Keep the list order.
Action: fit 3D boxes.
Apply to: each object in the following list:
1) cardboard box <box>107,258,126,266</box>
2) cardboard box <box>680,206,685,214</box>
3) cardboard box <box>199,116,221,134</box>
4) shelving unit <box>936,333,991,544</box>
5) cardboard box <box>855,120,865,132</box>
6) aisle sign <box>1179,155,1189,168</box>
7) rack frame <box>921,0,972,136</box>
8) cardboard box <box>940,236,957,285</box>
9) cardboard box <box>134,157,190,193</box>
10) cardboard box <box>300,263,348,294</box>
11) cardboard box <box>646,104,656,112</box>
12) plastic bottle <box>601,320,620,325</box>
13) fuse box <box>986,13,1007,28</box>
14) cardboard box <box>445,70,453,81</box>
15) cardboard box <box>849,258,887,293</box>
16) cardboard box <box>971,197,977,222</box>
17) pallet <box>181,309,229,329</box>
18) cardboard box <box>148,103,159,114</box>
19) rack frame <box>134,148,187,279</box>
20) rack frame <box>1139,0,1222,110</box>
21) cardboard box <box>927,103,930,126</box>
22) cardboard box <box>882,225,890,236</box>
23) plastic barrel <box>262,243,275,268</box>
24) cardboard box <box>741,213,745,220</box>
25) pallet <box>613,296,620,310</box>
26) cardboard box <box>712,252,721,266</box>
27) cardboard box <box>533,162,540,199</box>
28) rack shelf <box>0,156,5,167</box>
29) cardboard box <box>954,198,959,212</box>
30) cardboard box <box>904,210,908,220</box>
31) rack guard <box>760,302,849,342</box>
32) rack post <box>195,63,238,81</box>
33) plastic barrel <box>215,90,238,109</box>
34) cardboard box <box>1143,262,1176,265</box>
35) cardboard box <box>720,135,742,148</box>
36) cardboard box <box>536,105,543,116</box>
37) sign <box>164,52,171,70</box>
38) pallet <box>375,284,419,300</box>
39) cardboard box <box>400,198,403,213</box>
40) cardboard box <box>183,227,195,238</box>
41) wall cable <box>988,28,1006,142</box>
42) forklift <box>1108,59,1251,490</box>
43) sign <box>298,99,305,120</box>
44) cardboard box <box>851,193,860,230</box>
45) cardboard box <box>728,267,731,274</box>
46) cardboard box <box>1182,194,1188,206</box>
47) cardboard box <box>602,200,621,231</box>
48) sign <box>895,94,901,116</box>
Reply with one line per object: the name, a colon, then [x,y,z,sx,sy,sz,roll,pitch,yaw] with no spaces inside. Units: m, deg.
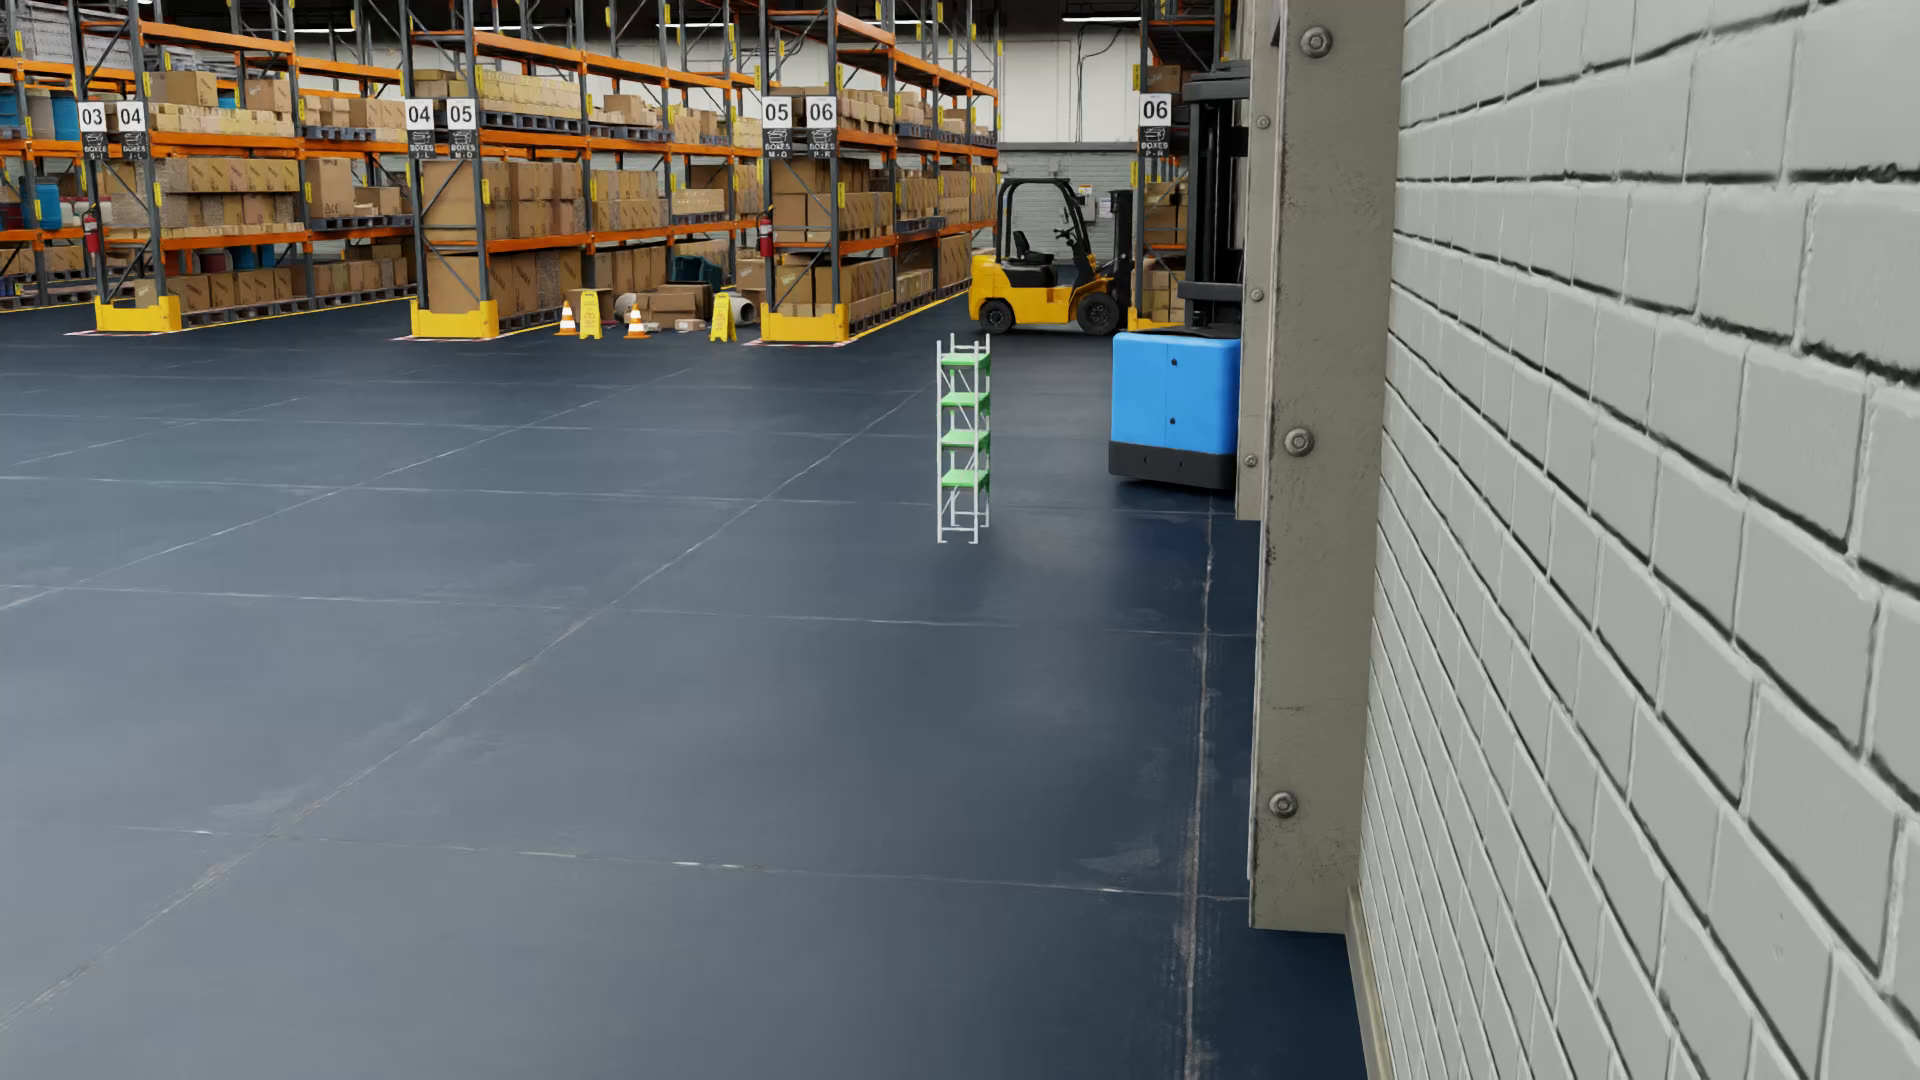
cardboard box: [-19.450,-6.406,38.281,0.380,0.166,0.250,2,12,9]
cardboard box: [-5.442,-6.261,31.523,0.380,0.149,0.250,3,12,11]
cardboard box: [-11.426,-6.191,24.839,0.500,0.250,0.500,2,12,8]
shelving unit: [0.025,-0.621,10.027,0.258,1.200,0.503,2,12,9]
cardboard box: [-1.550,-5.846,23.476,0.380,0.149,0.250,2,12,9]
aisle sign: [4.969,-8.640,36.794,0.394,0.787,0.004,2,12,9]
rack frame: [-0.271,-9.606,33.204,1.000,3.000,0.127,2,12,9]
cardboard box: [-0.557,-5.333,31.668,0.875,0.875,0.875,2,12,9]
cardboard box: [-11.555,-5.285,24.078,0.500,0.500,0.500,2,12,9]
cardboard box: [-11.086,-4.548,28.864,0.700,0.500,0.500,2,12,8]
cardboard box: [-5.923,-8.069,31.140,0.396,0.266,0.258,2,12,9]
plastic bottle: [-5.279,-3.289,25.112,0.283,0.061,0.133,-2,12,-11]
fuse box: [0.934,-13.179,42.193,0.513,0.334,0.176,2,12,9]
cardboard box: [-7.267,-6.435,23.081,0.380,0.149,0.250,2,12,9]
cardboard box: [-1.404,-3.997,25.172,0.500,0.500,0.500,2,12,10]
cardboard box: [0.060,-6.811,34.240,0.500,0.500,0.500,2,12,11]
pallet: [-11.737,-3.317,24.882,1.003,0.211,1.213,2,12,9]
cardboard box: [-11.638,-6.134,23.624,0.380,0.149,0.250,2,12,8]
rack frame: [-15.573,-6.322,32.207,1.000,3.000,0.127,2,12,9]
rack frame: [2.788,-6.947,20.871,1.000,3.000,0.127,2,12,9]
cardboard box: [-0.922,-7.773,30.587,0.700,0.500,0.500,1,12,6]
cardboard box: [-1.281,-4.756,25.537,0.380,0.149,0.250,2,12,10]
plastic barrel: [-15.058,-6.221,35.725,0.600,0.901,0.708,2,12,9]
cardboard box: [-4.808,-6.907,35.522,0.380,0.149,0.250,1,12,6]
pallet: [-6.364,-3.947,27.806,1.003,0.211,1.213,2,12,9]
cardboard box: [-5.122,-5.527,33.454,0.500,0.500,0.500,2,12,7]
cardboard box: [-6.761,-5.336,24.712,0.875,0.550,0.500,2,12,9]
rack shelf: [-24.439,-9.006,39.252,1.077,0.370,4.000,2,12,9]
cardboard box: [-0.304,-6.425,31.855,0.500,0.250,0.500,2,12,10]
cardboard box: [-1.057,-5.246,26.817,0.380,0.149,0.250,2,12,10]
rack guard: [-2.105,-2.969,22.582,1.175,0.500,0.348,2,12,9]
rack post: [-15.143,-9.417,33.517,0.937,0.300,0.954,3,13,15]
plastic barrel: [-15.069,-8.711,33.986,0.600,0.901,0.708,2,12,9]
cardboard box: [2.865,-3.897,24.112,0.500,0.250,0.500,2,12,11]
cardboard box: [-4.846,-8.293,34.590,0.500,0.250,0.500,3,12,12]
cardboard box: [-6.382,-6.341,24.537,0.380,0.149,0.250,2,12,8]
sign: [-15.028,-9.080,31.533,0.100,0.325,0.005,2,12,9]
pallet: [-10.800,-4.635,31.002,1.003,0.211,1.213,2,12,9]
cardboard box: [-10.847,-6.321,31.966,0.500,0.500,0.500,2,12,10]
cardboard box: [-11.519,-4.528,24.479,0.380,0.149,0.250,2,12,9]
wall cable: [0.940,-11.631,42.605,0.463,3.000,0.029,2,12,9]
forklift: [2.416,-2.004,12.334,1.130,2.935,3.031,11,16,41]
sign: [-10.756,-7.032,27.154,0.100,0.325,0.005,2,12,9]
cardboard box: [-1.693,-4.567,23.120,0.500,0.500,0.500,2,12,10]
cardboard box: [-4.804,-5.689,35.043,0.380,0.149,0.250,1,12,6]
cardboard box: [3.097,-4.443,21.712,0.380,0.149,0.250,2,12,7]
cardboard box: [-5.985,-5.402,27.700,0.500,0.500,0.500,2,12,9]
sign: [-0.964,-6.711,25.664,0.100,0.325,0.005,2,12,9]
